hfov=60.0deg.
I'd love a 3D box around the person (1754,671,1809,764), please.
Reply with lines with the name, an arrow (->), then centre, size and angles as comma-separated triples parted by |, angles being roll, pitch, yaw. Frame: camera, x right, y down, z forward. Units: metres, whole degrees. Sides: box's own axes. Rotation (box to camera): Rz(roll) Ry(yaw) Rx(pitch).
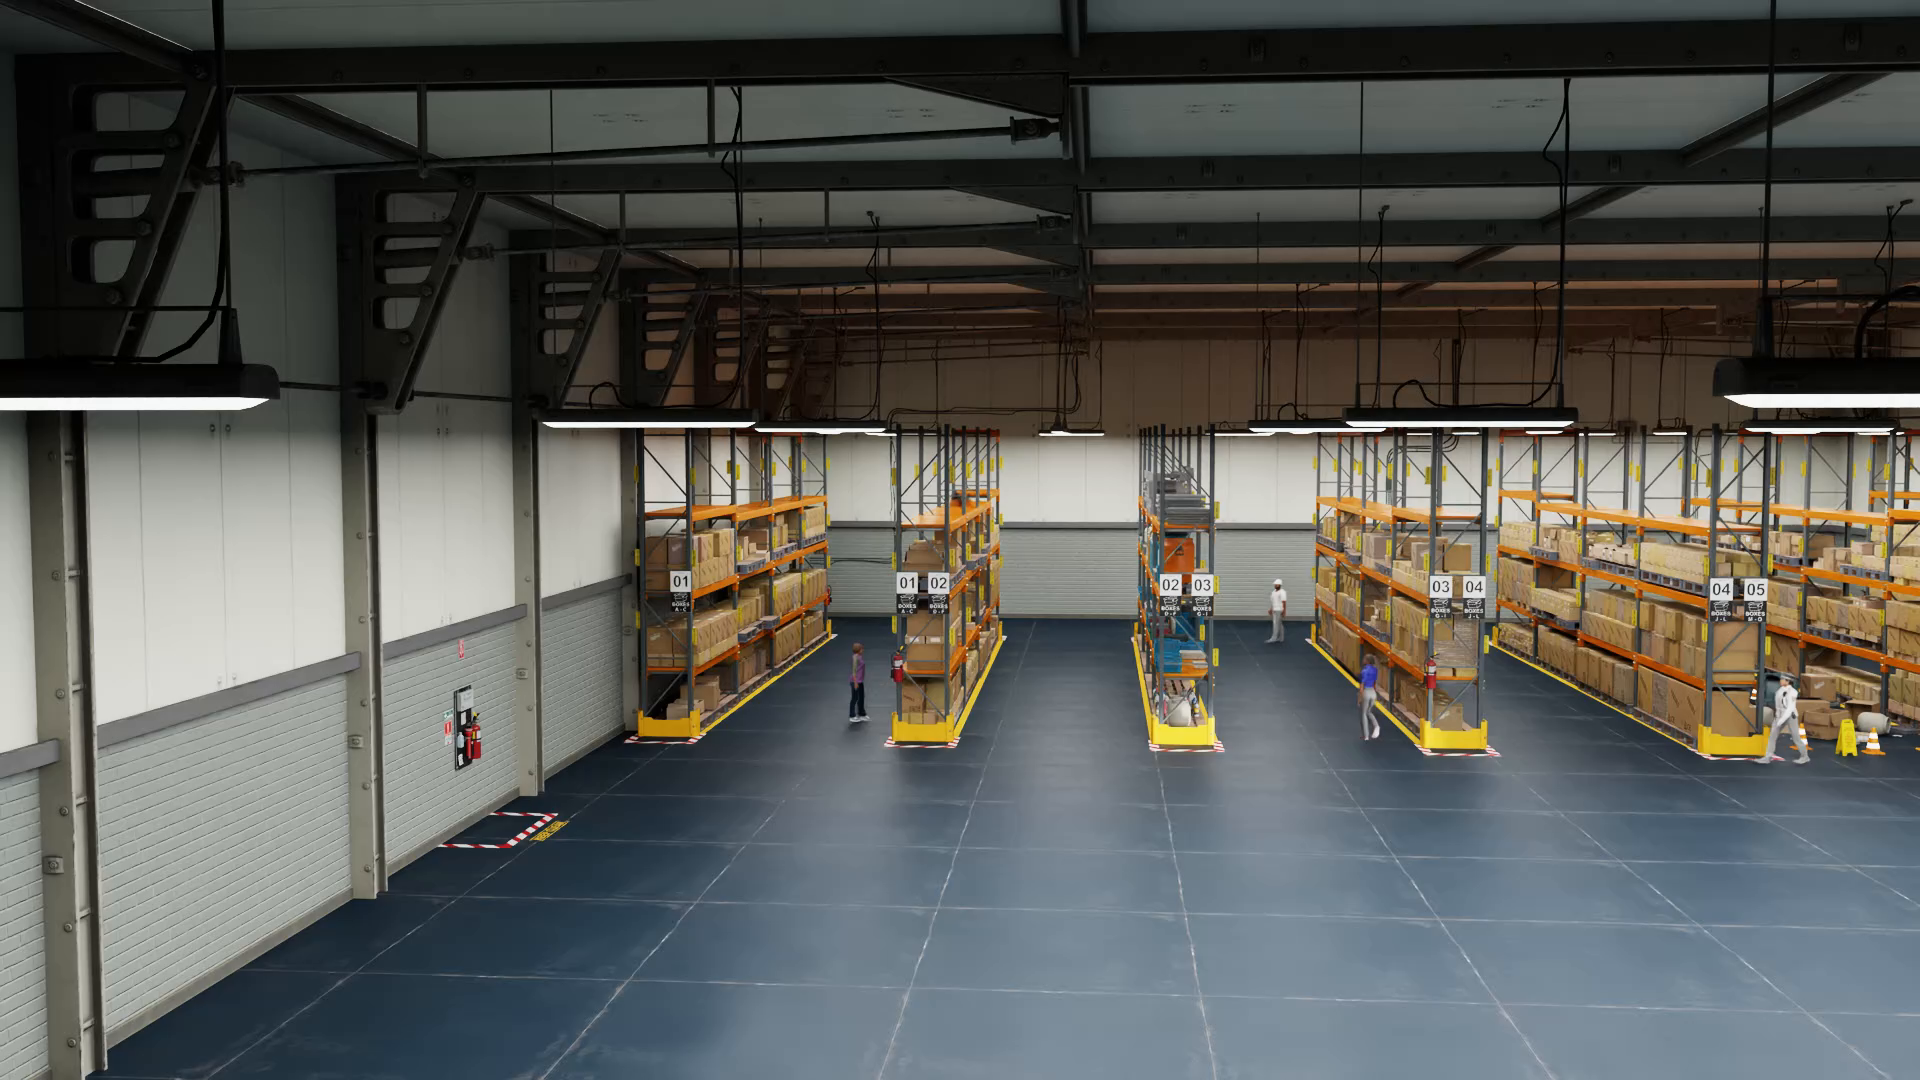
person -> 14.412, 3.111, 29.075 | 0.952, 1.635, 0.473 | -1, 4, -18

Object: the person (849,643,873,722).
person -> -2.029, 2.887, 33.626 | 0.450, 1.614, 0.459 | 1, 4, 11

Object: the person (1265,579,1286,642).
person -> 8.864, 1.985, 46.902 | 0.600, 1.756, 0.595 | 0, 3, -4

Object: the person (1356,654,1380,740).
person -> 7.709, 2.971, 31.454 | 0.454, 1.635, 0.483 | -2, 4, -31
